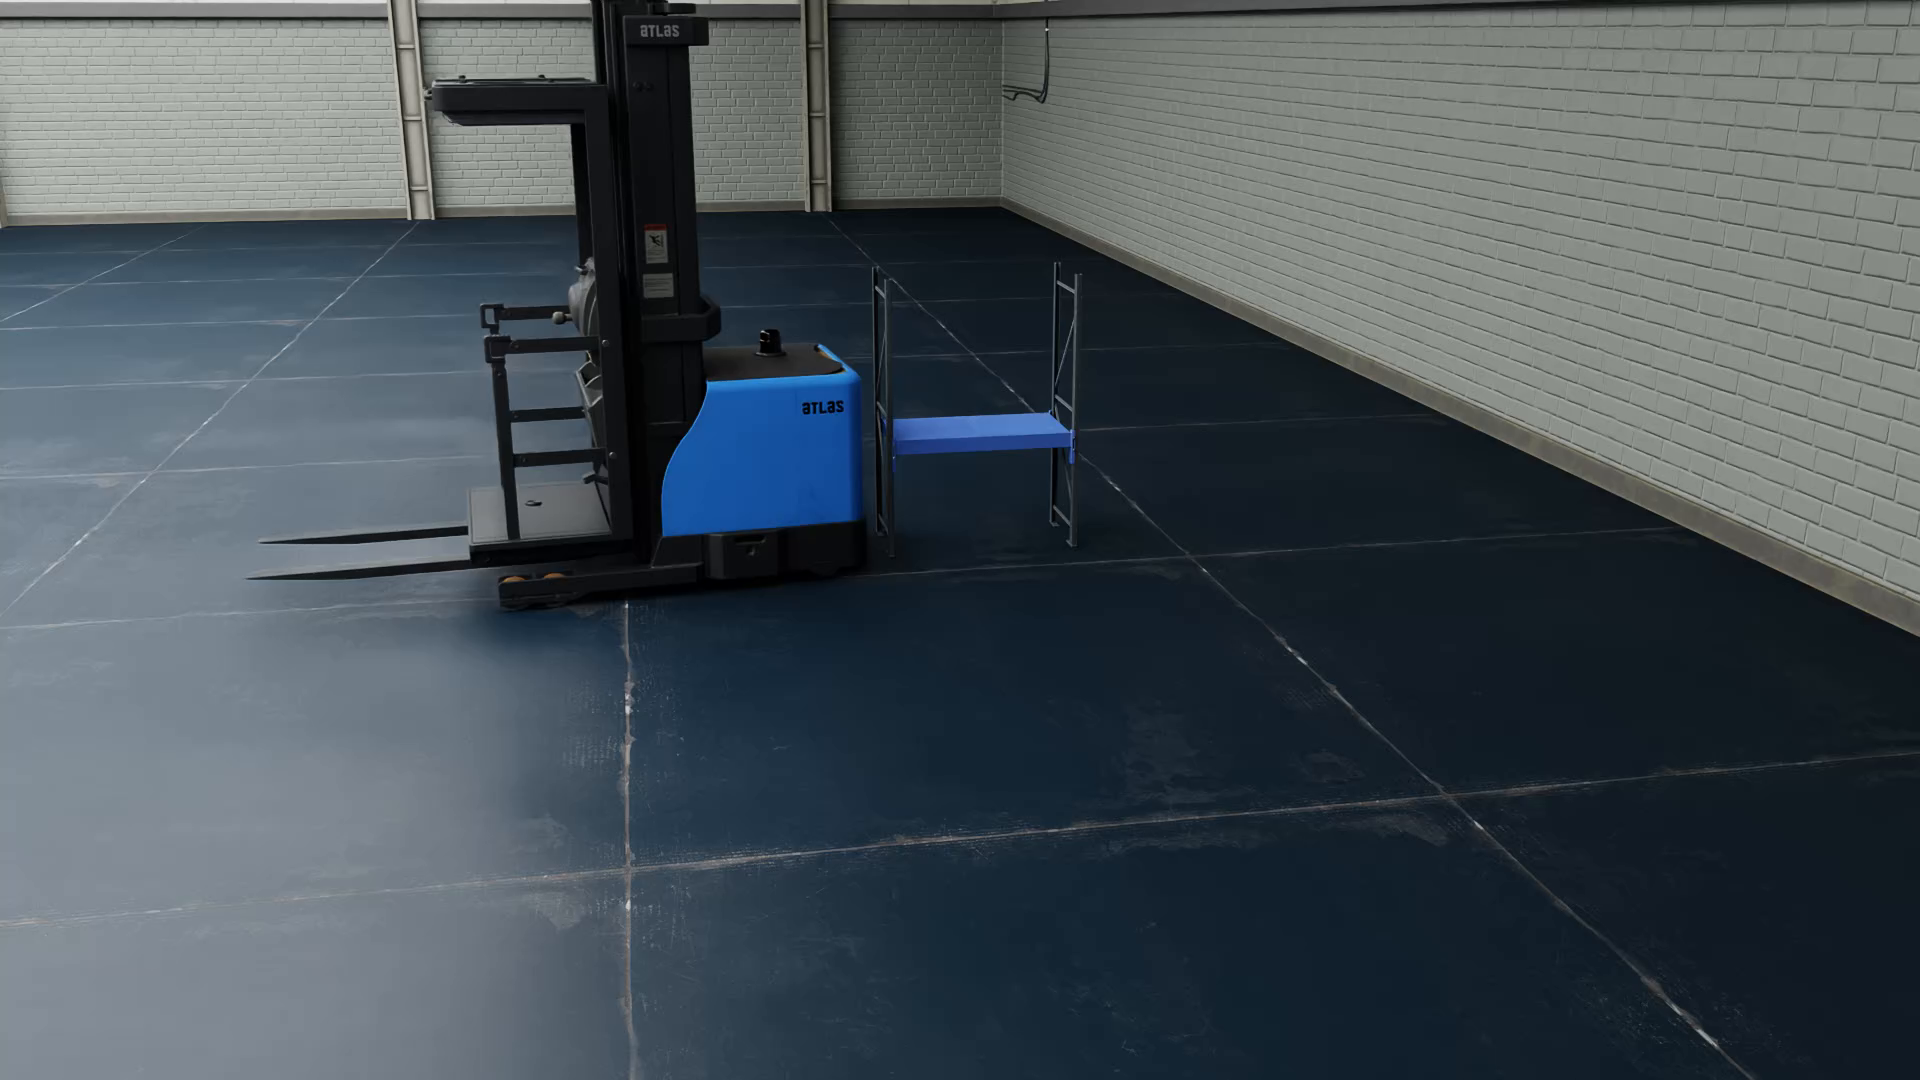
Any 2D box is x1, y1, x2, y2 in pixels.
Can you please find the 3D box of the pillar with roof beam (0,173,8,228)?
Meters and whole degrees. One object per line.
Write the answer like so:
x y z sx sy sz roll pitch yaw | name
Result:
-13.196 -7.584 18.677 0.400 9.000 9.100 -3 17 -10 | pillar with roof beam

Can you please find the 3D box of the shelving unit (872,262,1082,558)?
0.084 -0.722 9.107 1.048 1.500 0.538 -3 17 -10 | shelving unit

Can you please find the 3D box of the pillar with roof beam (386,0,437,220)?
-7.304 -7.918 19.765 0.400 9.000 9.100 -3 17 -10 | pillar with roof beam

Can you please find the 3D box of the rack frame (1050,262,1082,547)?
0.583 -0.750 9.199 0.032 1.500 0.500 -3 17 -10 | rack frame

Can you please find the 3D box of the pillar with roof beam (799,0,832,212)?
-1.413 -8.252 20.853 0.400 9.000 9.100 -3 17 -10 | pillar with roof beam

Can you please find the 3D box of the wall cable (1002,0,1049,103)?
0.913 -7.792 24.642 0.112 2.526 3.097 -3 17 -10 | wall cable

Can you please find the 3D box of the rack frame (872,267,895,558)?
-0.415 -0.693 9.015 0.032 1.500 0.500 -3 17 -10 | rack frame

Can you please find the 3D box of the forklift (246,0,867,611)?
-2.063 -1.226 8.311 3.031 2.935 1.130 -5 18 -16 | forklift

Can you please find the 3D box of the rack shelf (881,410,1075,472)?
0.084 -0.550 9.160 1.000 0.185 0.538 -3 17 -10 | rack shelf
